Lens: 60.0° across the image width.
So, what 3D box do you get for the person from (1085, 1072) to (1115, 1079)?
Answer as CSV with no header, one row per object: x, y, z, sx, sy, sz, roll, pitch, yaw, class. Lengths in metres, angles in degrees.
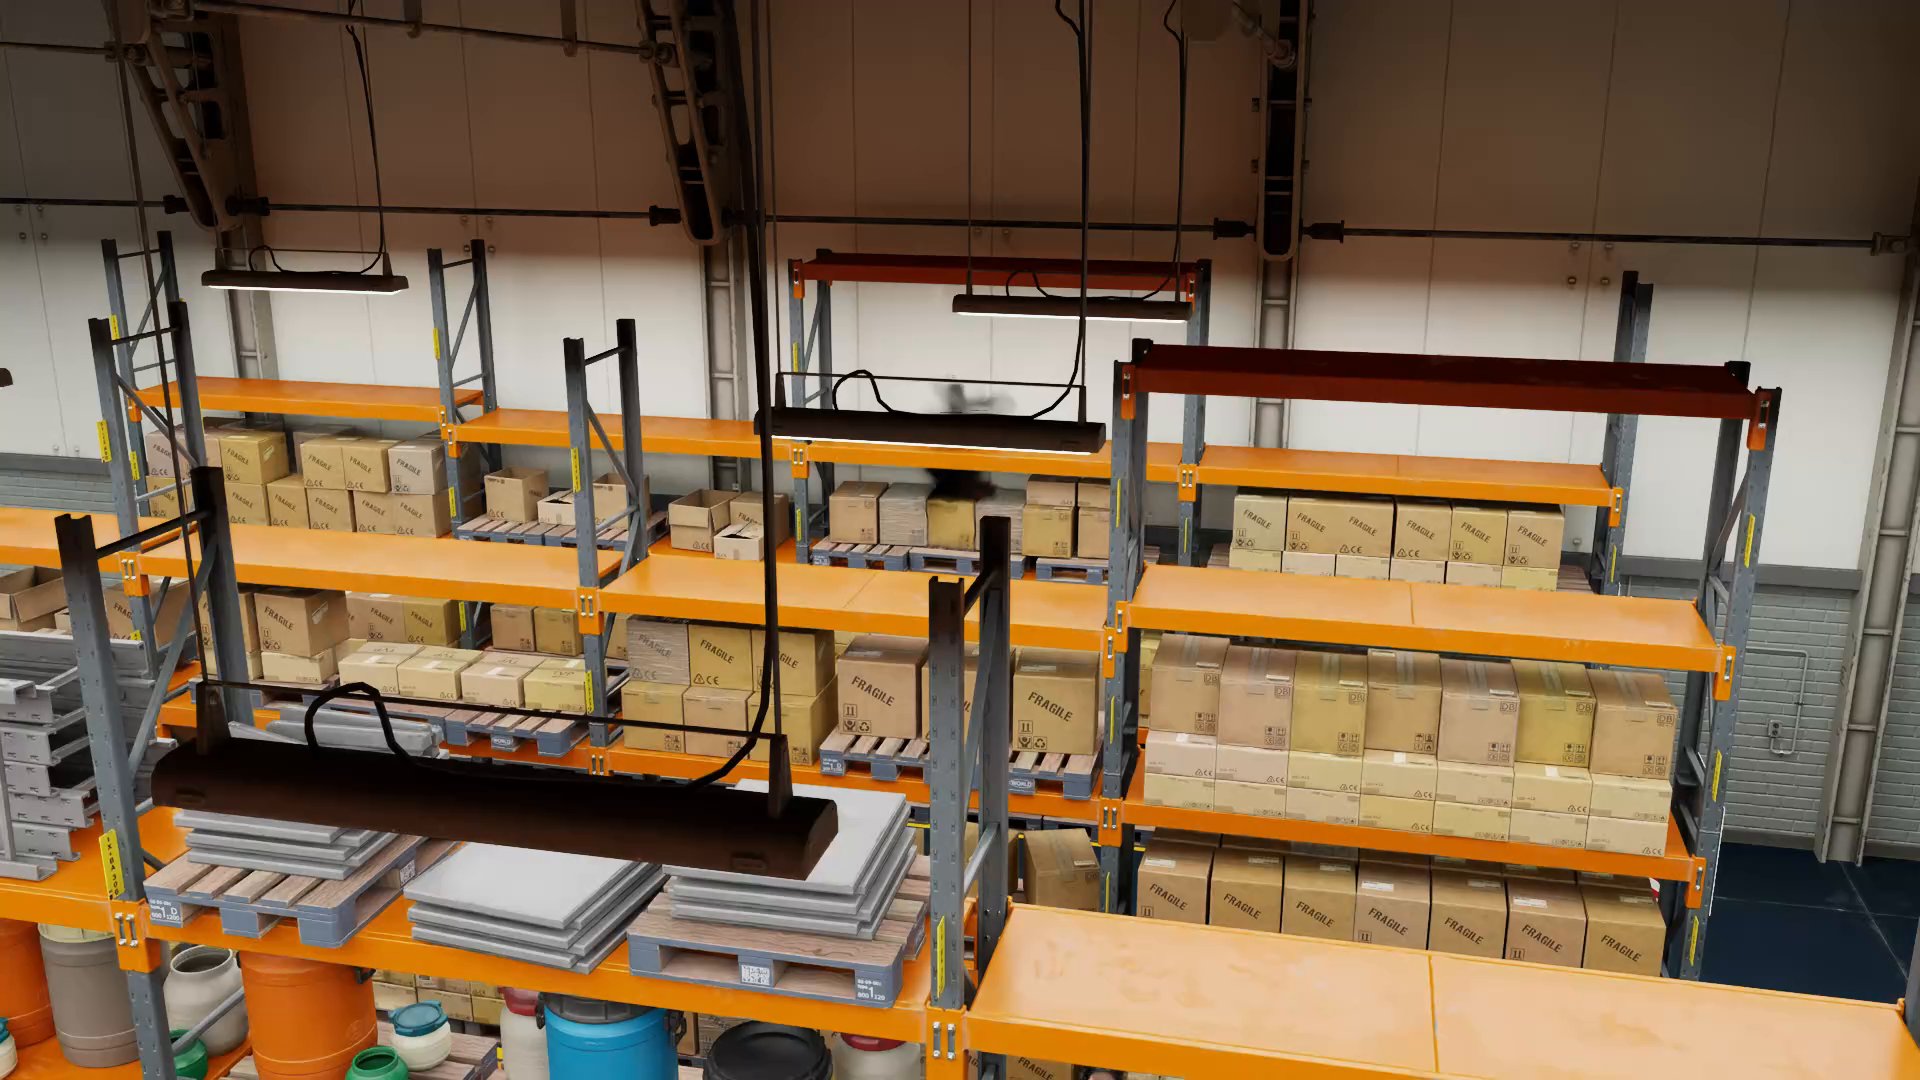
0.887,4.229,10.893,0.817,1.745,0.664,-1,16,-2,person
